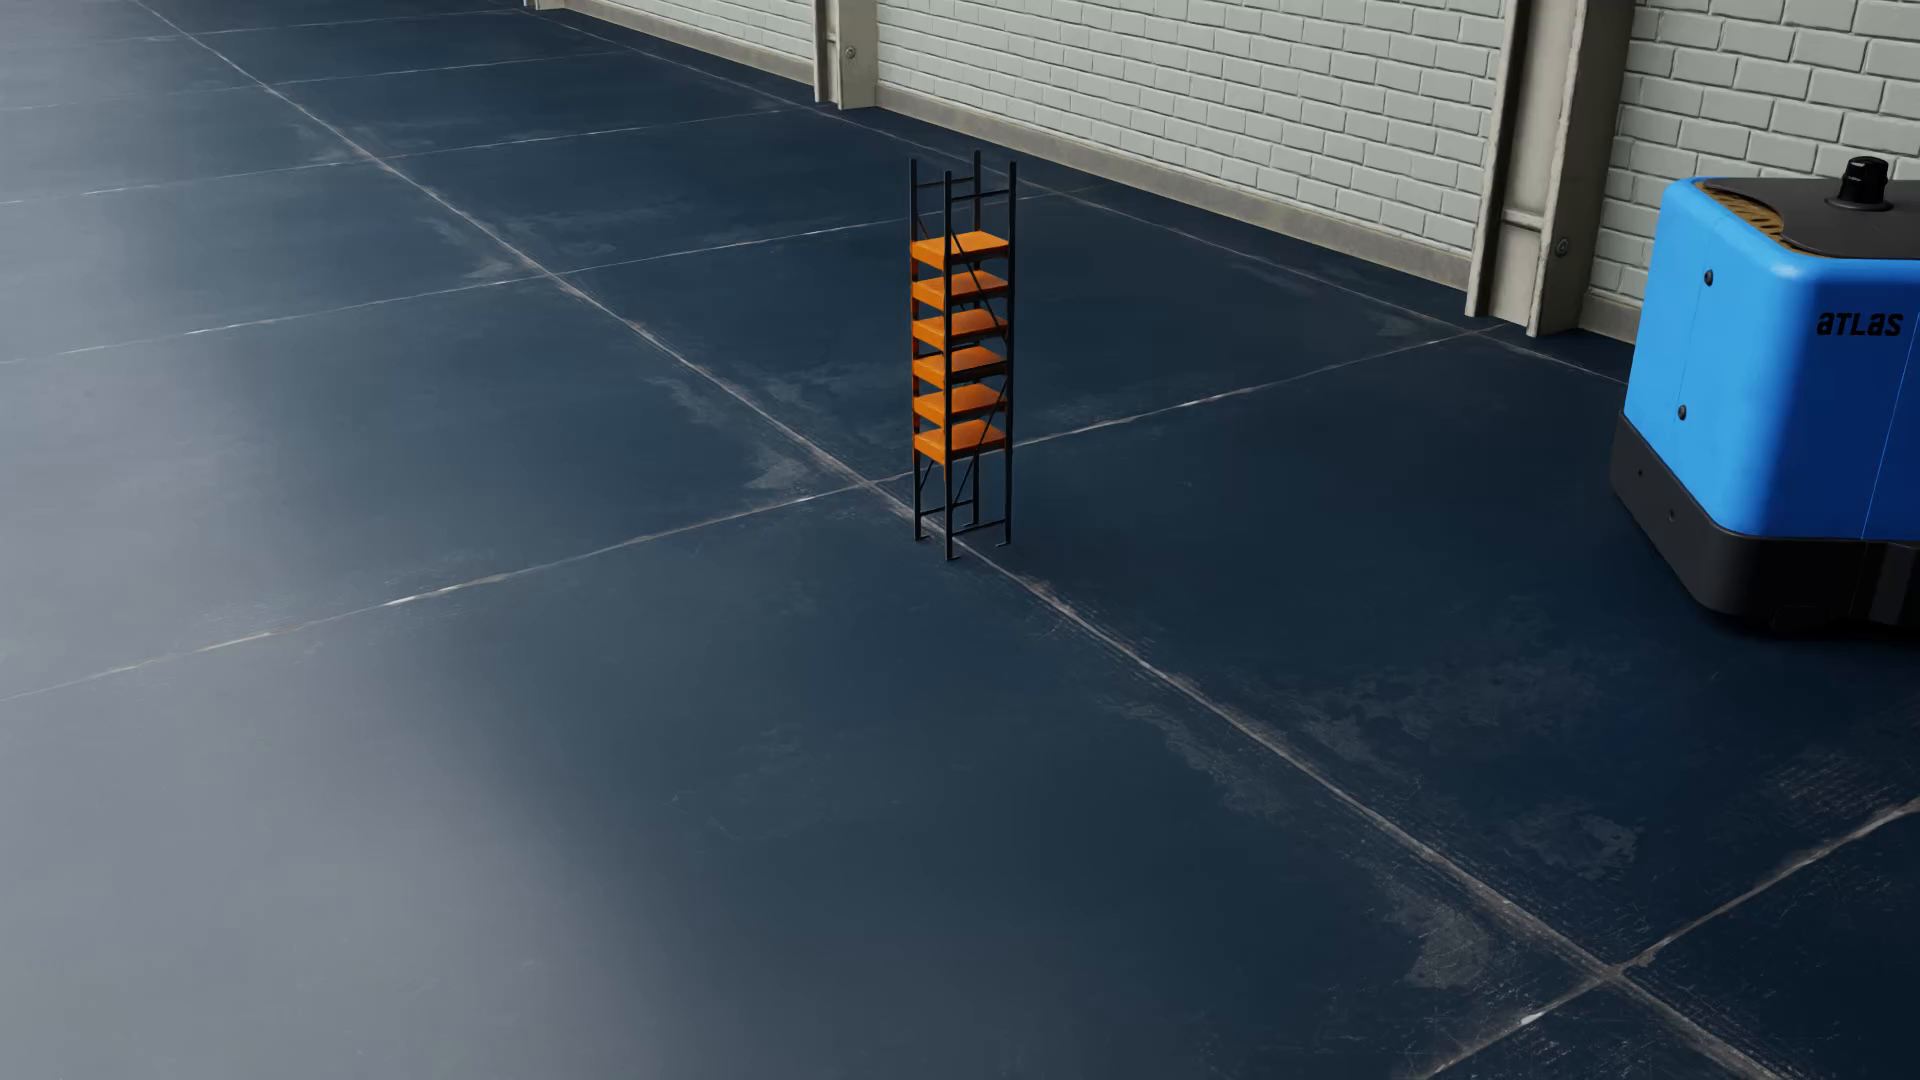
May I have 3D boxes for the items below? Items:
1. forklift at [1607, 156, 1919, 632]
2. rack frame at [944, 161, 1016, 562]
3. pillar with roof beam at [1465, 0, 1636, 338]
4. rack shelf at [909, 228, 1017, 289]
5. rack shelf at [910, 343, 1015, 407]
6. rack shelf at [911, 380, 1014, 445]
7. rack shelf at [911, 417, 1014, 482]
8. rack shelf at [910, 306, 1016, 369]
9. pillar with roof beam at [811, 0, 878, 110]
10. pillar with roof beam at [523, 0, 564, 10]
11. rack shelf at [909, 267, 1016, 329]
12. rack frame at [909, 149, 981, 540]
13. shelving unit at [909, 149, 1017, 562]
[{"bbox_3d":[3.624,-1.234,4.430,3.031,2.935,1.130,1,25,3],"label":"forklift"},{"bbox_3d":[0.058,-0.505,4.914,0.240,1.200,0.006,-16,29,-30],"label":"rack frame"},{"bbox_3d":[-1.138,-4.032,3.250,9.100,9.000,0.400,-16,29,-30],"label":"pillar with roof beam"},{"bbox_3d":[0.008,-0.823,4.848,0.258,0.103,0.180,-16,29,-30],"label":"rack shelf"},{"bbox_3d":[0.008,-0.497,5.002,0.258,0.103,0.180,-16,29,-30],"label":"rack shelf"},{"bbox_3d":[0.008,-0.389,5.053,0.258,0.103,0.180,-16,29,-30],"label":"rack shelf"},{"bbox_3d":[0.008,-0.280,5.104,0.258,0.103,0.180,-16,29,-30],"label":"rack shelf"},{"bbox_3d":[0.008,-0.606,4.951,0.258,0.103,0.180,-16,29,-30],"label":"rack shelf"},{"bbox_3d":[-4.413,-6.178,7.796,9.100,9.000,0.400,-16,29,-30],"label":"pillar with roof beam"},{"bbox_3d":[-7.689,-8.324,12.342,9.100,9.000,0.400,-16,29,-30],"label":"pillar with roof beam"},{"bbox_3d":[0.008,-0.714,4.899,0.258,0.103,0.180,-16,29,-30],"label":"rack shelf"},{"bbox_3d":[-0.042,-0.570,5.052,0.240,1.200,0.006,-16,29,-30],"label":"rack frame"},{"bbox_3d":[0.008,-0.537,4.983,0.258,1.200,0.189,-16,29,-30],"label":"shelving unit"}]
